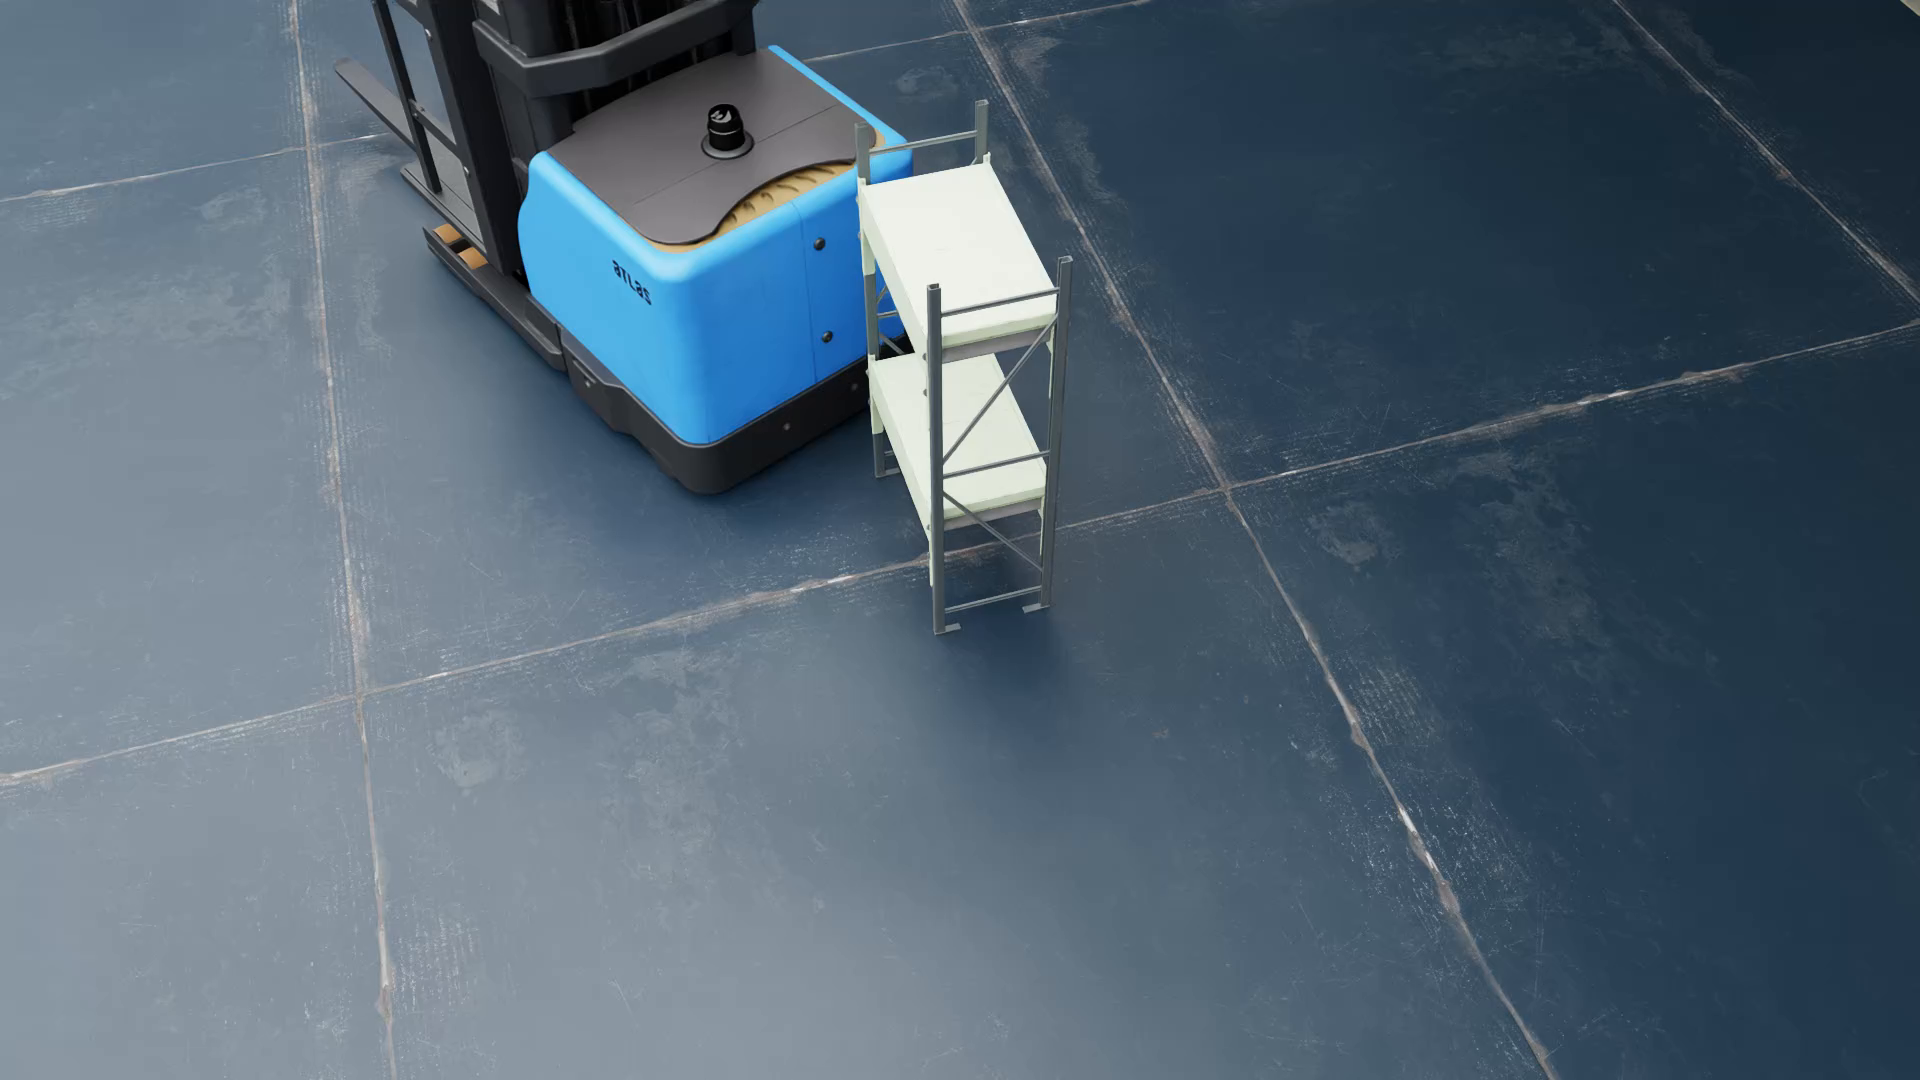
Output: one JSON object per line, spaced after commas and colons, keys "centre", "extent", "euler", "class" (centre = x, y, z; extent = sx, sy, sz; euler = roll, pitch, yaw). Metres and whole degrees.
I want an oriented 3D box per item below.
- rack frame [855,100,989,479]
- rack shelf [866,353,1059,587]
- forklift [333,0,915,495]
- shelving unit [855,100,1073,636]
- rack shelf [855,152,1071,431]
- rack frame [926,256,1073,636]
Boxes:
{"centre": [-0.110, -0.756, 5.406], "extent": [0.400, 1.500, 0.023], "euler": [-13, 51, -11], "class": "rack frame"}
{"centre": [-0.002, -0.278, 5.430], "extent": [0.431, 0.370, 0.720], "euler": [-13, 51, -11], "class": "rack shelf"}
{"centre": [-1.479, -2.161, 5.655], "extent": [1.130, 2.935, 3.031], "euler": [-33, 57, -25], "class": "forklift"}
{"centre": [-0.002, -0.488, 5.181], "extent": [0.431, 1.500, 0.755], "euler": [-13, 51, -11], "class": "shelving unit"}
{"centre": [-0.002, -0.740, 4.882], "extent": [0.431, 0.370, 0.720], "euler": [-13, 51, -11], "class": "rack shelf"}
{"centre": [0.106, -0.221, 4.955], "extent": [0.400, 1.500, 0.023], "euler": [-13, 51, -11], "class": "rack frame"}
